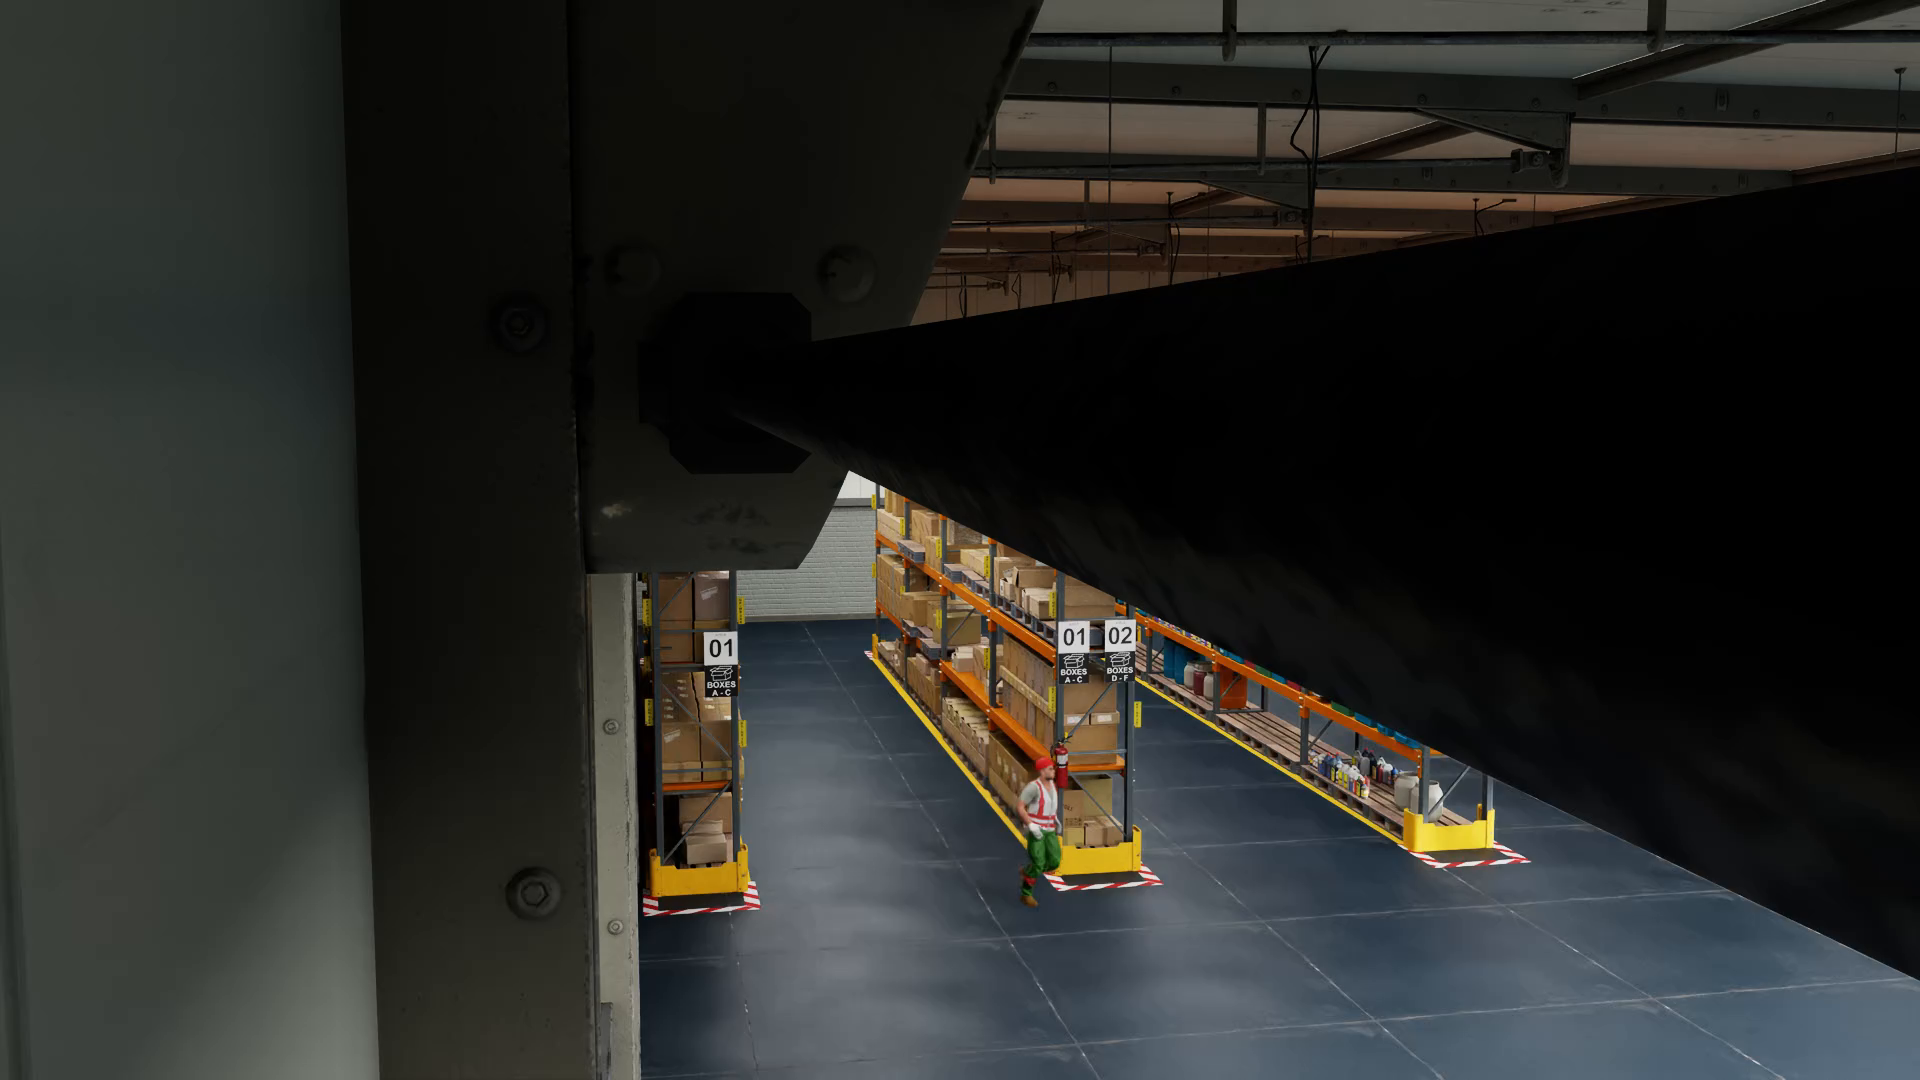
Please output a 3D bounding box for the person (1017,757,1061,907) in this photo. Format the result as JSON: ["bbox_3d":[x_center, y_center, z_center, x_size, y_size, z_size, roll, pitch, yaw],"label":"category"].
[{"bbox_3d":[0.967,3.448,19.841,0.558,1.723,0.707,6,8,44],"label":"person"}]
